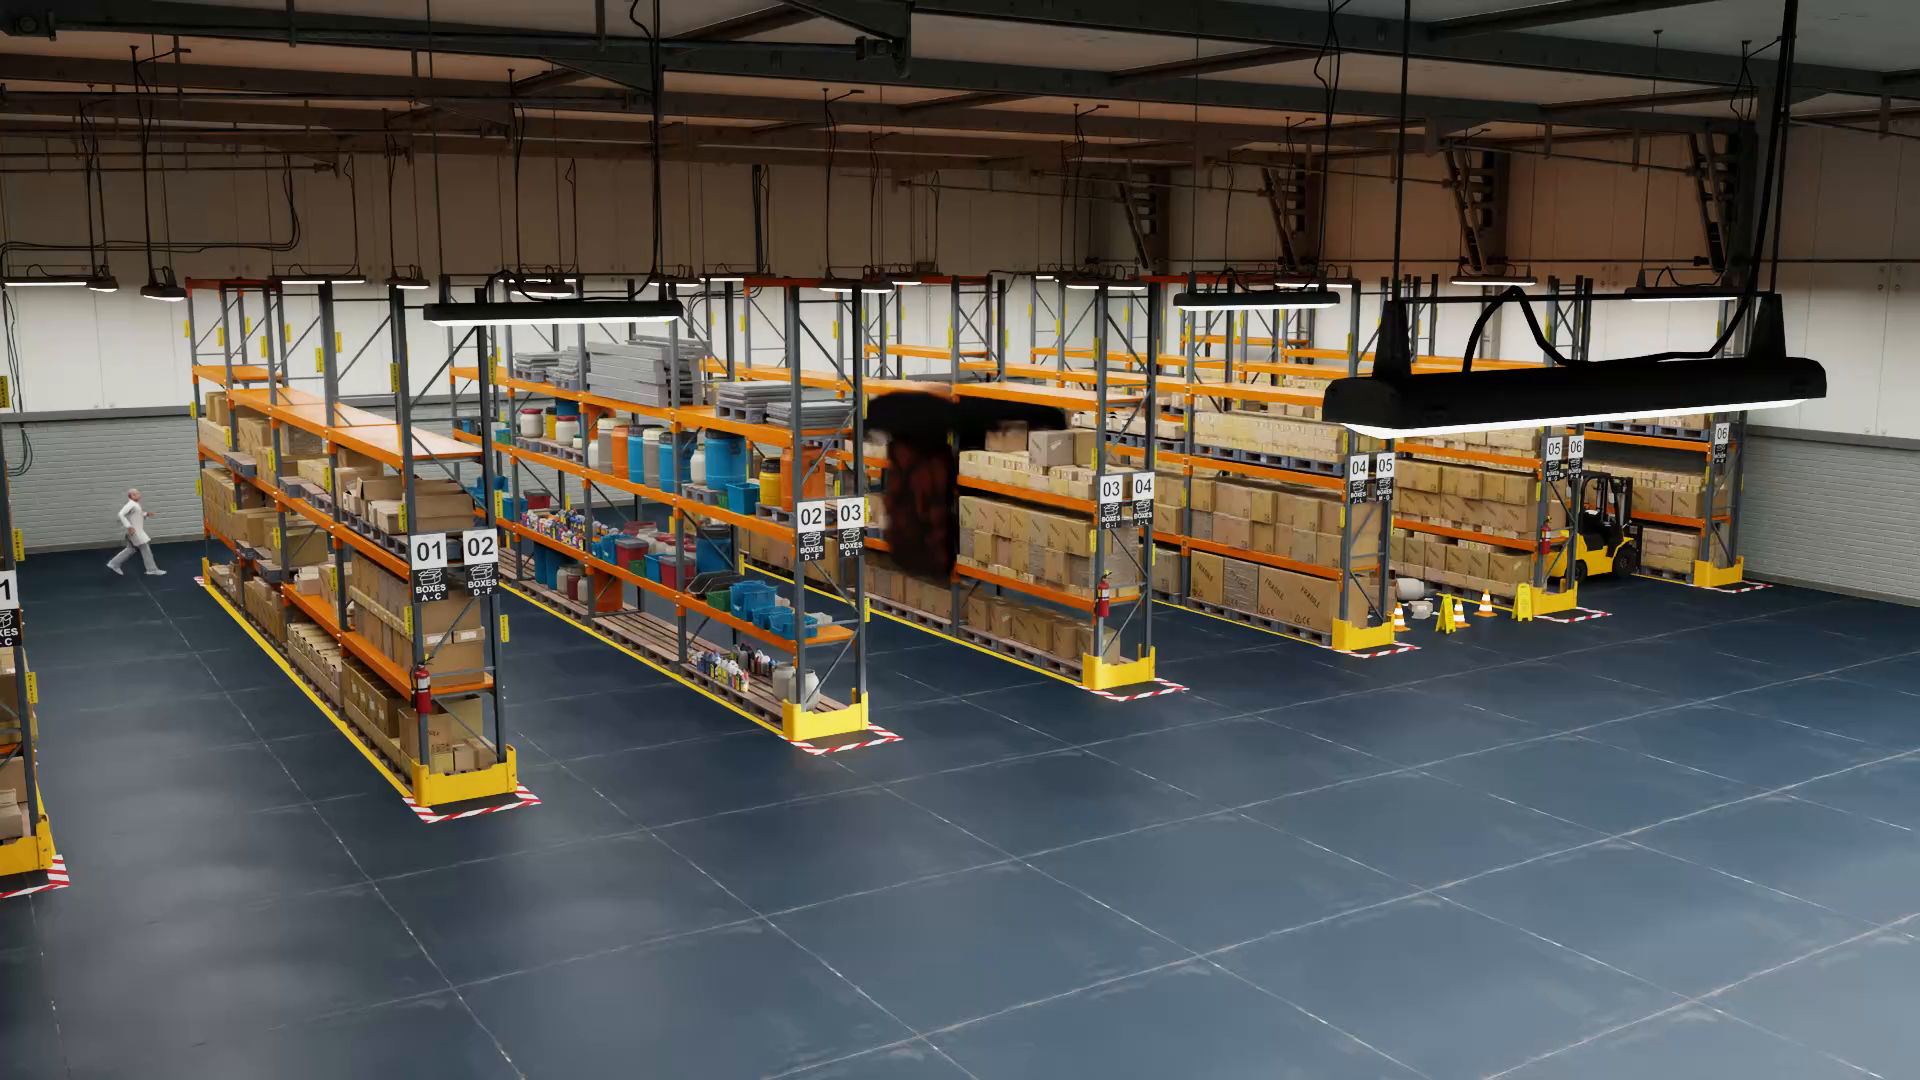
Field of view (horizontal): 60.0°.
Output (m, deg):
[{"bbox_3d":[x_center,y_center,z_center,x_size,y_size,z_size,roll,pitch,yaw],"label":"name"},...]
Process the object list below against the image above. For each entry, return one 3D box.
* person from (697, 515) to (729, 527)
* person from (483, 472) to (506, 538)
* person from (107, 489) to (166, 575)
[{"bbox_3d":[-4.903,-0.032,33.083,0.706,1.708,0.680,8,13,41],"label":"person"},{"bbox_3d":[-10.569,-0.728,37.545,0.684,1.579,0.710,0,10,1],"label":"person"},{"bbox_3d":[-16.562,-0.147,33.325,1.066,1.768,0.687,-5,11,-29],"label":"person"}]
